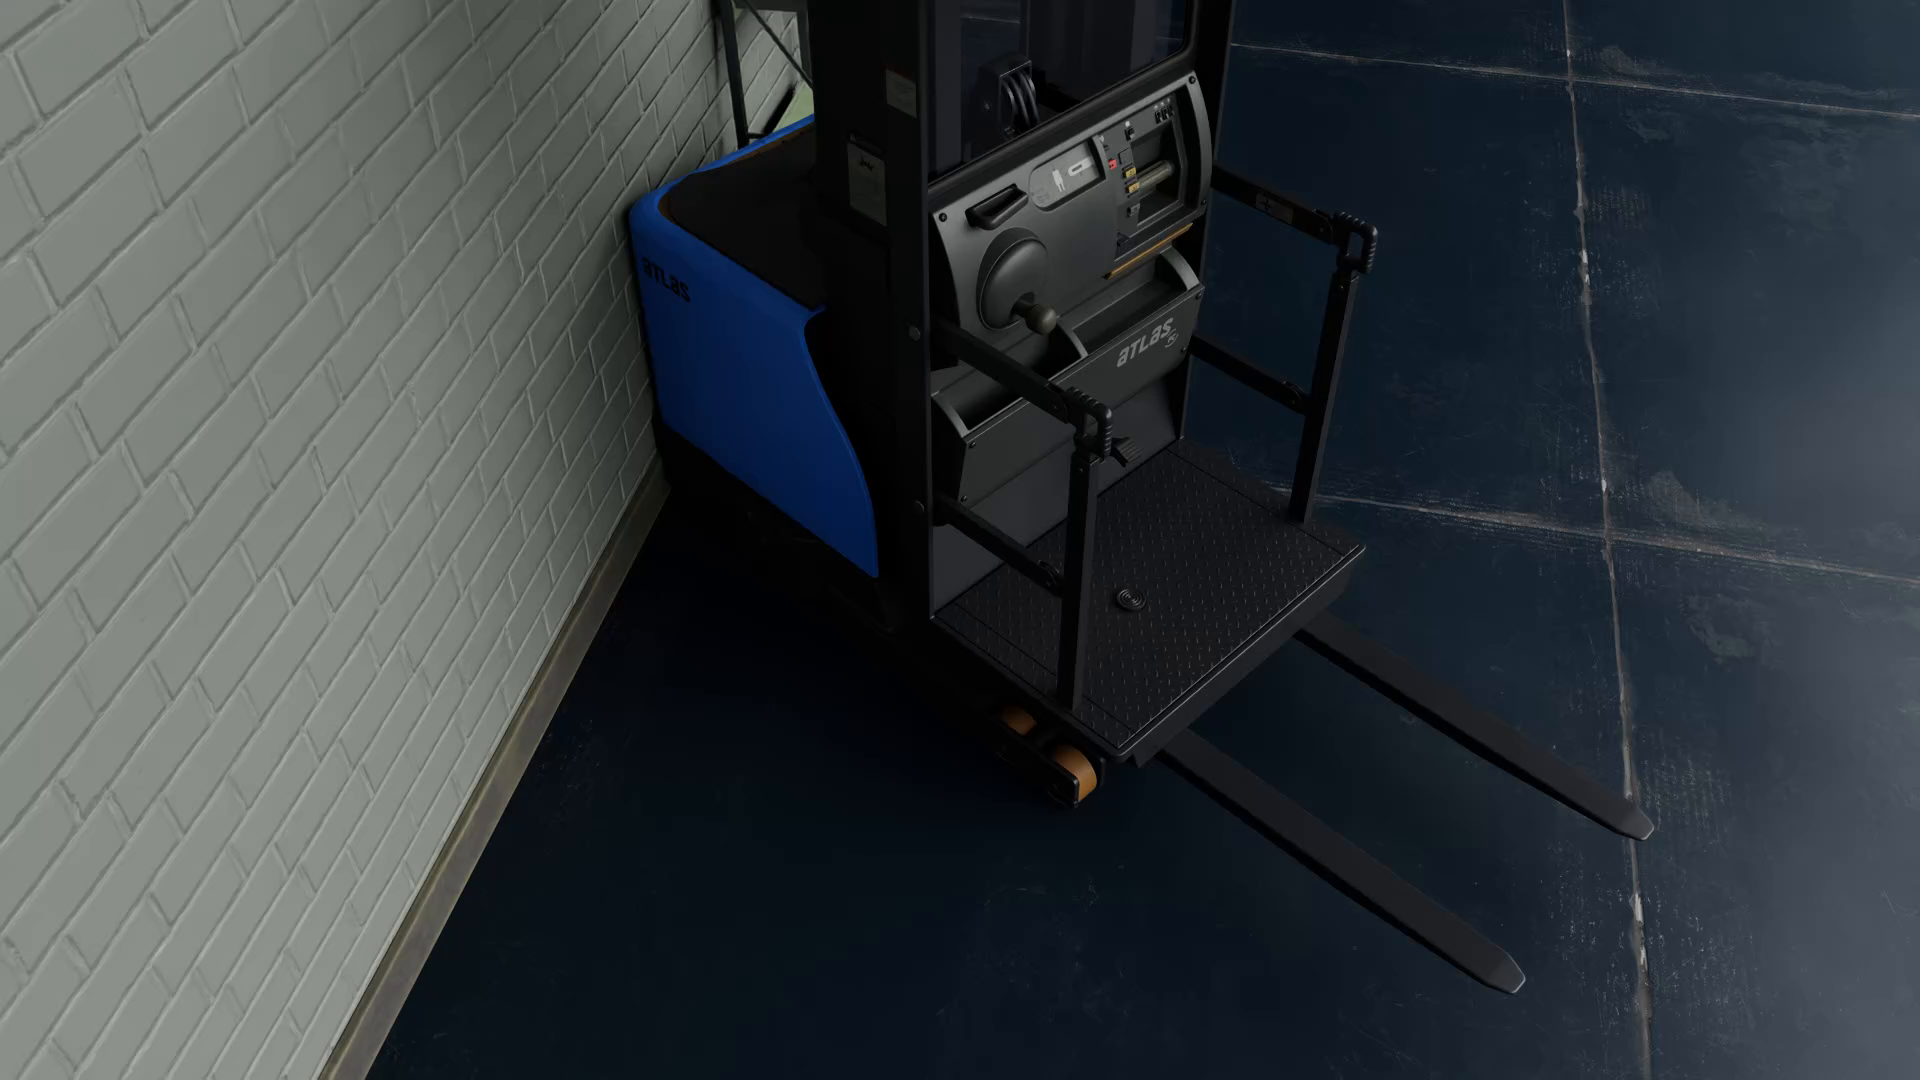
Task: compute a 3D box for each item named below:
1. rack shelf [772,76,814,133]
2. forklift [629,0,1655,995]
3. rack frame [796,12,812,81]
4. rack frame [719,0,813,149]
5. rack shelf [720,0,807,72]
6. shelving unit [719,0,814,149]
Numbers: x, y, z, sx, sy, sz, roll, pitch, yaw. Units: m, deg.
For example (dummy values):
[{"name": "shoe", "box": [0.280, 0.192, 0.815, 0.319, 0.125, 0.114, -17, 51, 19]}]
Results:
[{"name": "rack shelf", "box": [-0.450, -1.309, 5.924, 0.431, 0.370, 0.720, 7, 43, 10]}, {"name": "forklift", "box": [0.441, -0.751, 3.916, 3.031, 2.935, 1.130, 35, 54, 31]}, {"name": "rack frame", "box": [-0.383, -1.792, 5.969, 0.400, 1.500, 0.023, 7, 43, 10]}, {"name": "rack frame", "box": [-0.537, -1.308, 5.442, 0.400, 1.500, 0.023, 7, 43, 10]}, {"name": "rack shelf", "box": [-0.471, -1.839, 5.443, 0.431, 0.370, 0.720, 7, 43, 10]}, {"name": "shelving unit", "box": [-0.460, -1.550, 5.705, 0.431, 1.500, 0.755, 7, 43, 10]}]
